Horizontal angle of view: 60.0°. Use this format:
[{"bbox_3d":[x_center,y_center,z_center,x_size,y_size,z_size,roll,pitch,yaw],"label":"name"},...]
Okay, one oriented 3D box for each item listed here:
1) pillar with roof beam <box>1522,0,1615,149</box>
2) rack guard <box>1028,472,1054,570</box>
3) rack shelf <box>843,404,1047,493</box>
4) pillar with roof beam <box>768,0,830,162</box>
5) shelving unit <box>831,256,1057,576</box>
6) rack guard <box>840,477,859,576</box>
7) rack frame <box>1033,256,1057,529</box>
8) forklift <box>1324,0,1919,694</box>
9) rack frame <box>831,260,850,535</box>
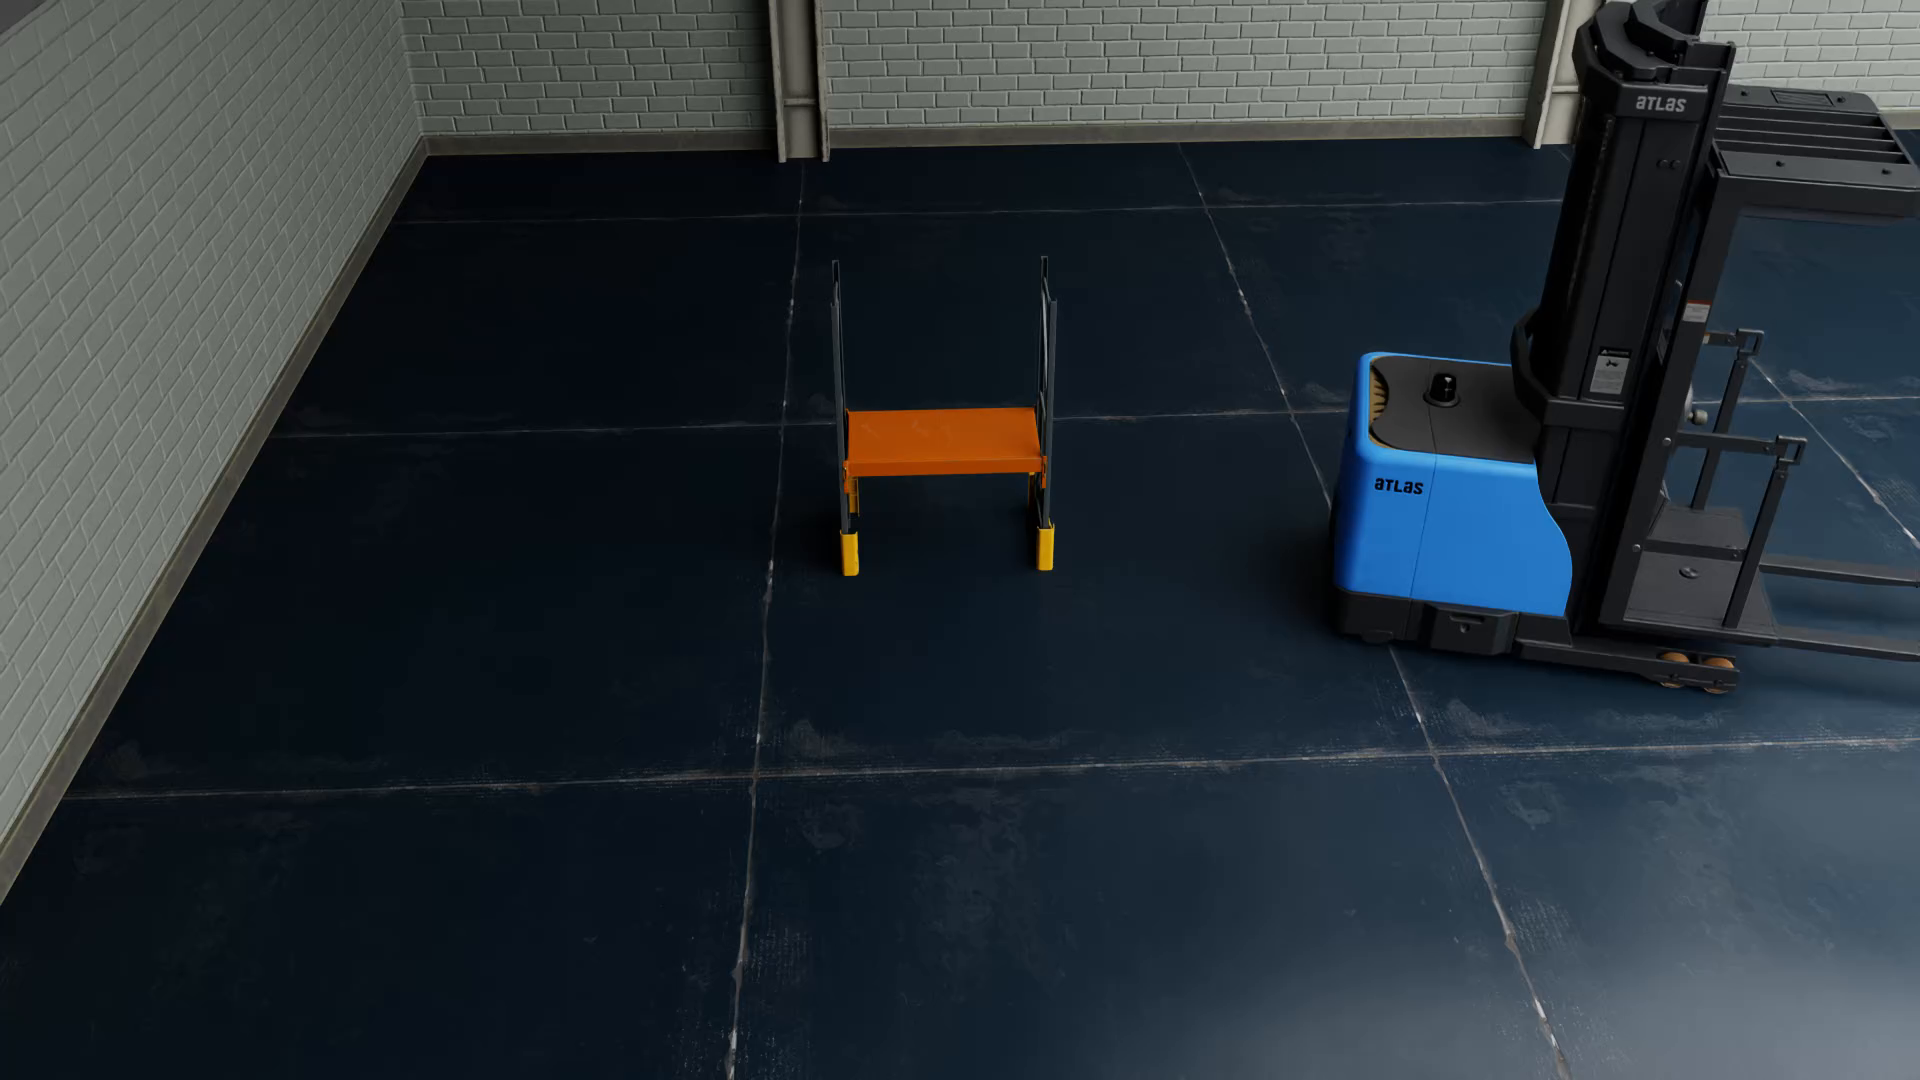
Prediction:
[{"bbox_3d":[4.965,-4.467,7.296,0.400,9.000,9.100,-2,35,-2],"label":"pillar with roof beam"},{"bbox_3d":[0.421,-0.114,8.695,0.087,0.250,0.587,-2,35,-2],"label":"rack guard"},{"bbox_3d":[-0.085,-0.467,8.422,1.000,0.185,0.538,-2,35,-2],"label":"rack shelf"},{"bbox_3d":[-1.029,-4.305,7.063,0.400,9.000,9.100,-2,35,-2],"label":"pillar with roof beam"},{"bbox_3d":[-0.076,-0.615,8.320,1.083,1.500,0.587,-2,35,-2],"label":"shelving unit"},{"bbox_3d":[-0.574,-0.087,8.657,0.087,0.250,0.587,-2,35,-2],"label":"rack guard"},{"bbox_3d":[0.423,-0.628,8.340,0.032,1.500,0.500,-2,35,-2],"label":"rack frame"},{"bbox_3d":[3.339,-0.825,7.366,3.031,2.935,1.130,7,35,10],"label":"forklift"},{"bbox_3d":[-0.593,-0.601,8.300,0.032,1.500,0.500,-2,35,-2],"label":"rack frame"}]
